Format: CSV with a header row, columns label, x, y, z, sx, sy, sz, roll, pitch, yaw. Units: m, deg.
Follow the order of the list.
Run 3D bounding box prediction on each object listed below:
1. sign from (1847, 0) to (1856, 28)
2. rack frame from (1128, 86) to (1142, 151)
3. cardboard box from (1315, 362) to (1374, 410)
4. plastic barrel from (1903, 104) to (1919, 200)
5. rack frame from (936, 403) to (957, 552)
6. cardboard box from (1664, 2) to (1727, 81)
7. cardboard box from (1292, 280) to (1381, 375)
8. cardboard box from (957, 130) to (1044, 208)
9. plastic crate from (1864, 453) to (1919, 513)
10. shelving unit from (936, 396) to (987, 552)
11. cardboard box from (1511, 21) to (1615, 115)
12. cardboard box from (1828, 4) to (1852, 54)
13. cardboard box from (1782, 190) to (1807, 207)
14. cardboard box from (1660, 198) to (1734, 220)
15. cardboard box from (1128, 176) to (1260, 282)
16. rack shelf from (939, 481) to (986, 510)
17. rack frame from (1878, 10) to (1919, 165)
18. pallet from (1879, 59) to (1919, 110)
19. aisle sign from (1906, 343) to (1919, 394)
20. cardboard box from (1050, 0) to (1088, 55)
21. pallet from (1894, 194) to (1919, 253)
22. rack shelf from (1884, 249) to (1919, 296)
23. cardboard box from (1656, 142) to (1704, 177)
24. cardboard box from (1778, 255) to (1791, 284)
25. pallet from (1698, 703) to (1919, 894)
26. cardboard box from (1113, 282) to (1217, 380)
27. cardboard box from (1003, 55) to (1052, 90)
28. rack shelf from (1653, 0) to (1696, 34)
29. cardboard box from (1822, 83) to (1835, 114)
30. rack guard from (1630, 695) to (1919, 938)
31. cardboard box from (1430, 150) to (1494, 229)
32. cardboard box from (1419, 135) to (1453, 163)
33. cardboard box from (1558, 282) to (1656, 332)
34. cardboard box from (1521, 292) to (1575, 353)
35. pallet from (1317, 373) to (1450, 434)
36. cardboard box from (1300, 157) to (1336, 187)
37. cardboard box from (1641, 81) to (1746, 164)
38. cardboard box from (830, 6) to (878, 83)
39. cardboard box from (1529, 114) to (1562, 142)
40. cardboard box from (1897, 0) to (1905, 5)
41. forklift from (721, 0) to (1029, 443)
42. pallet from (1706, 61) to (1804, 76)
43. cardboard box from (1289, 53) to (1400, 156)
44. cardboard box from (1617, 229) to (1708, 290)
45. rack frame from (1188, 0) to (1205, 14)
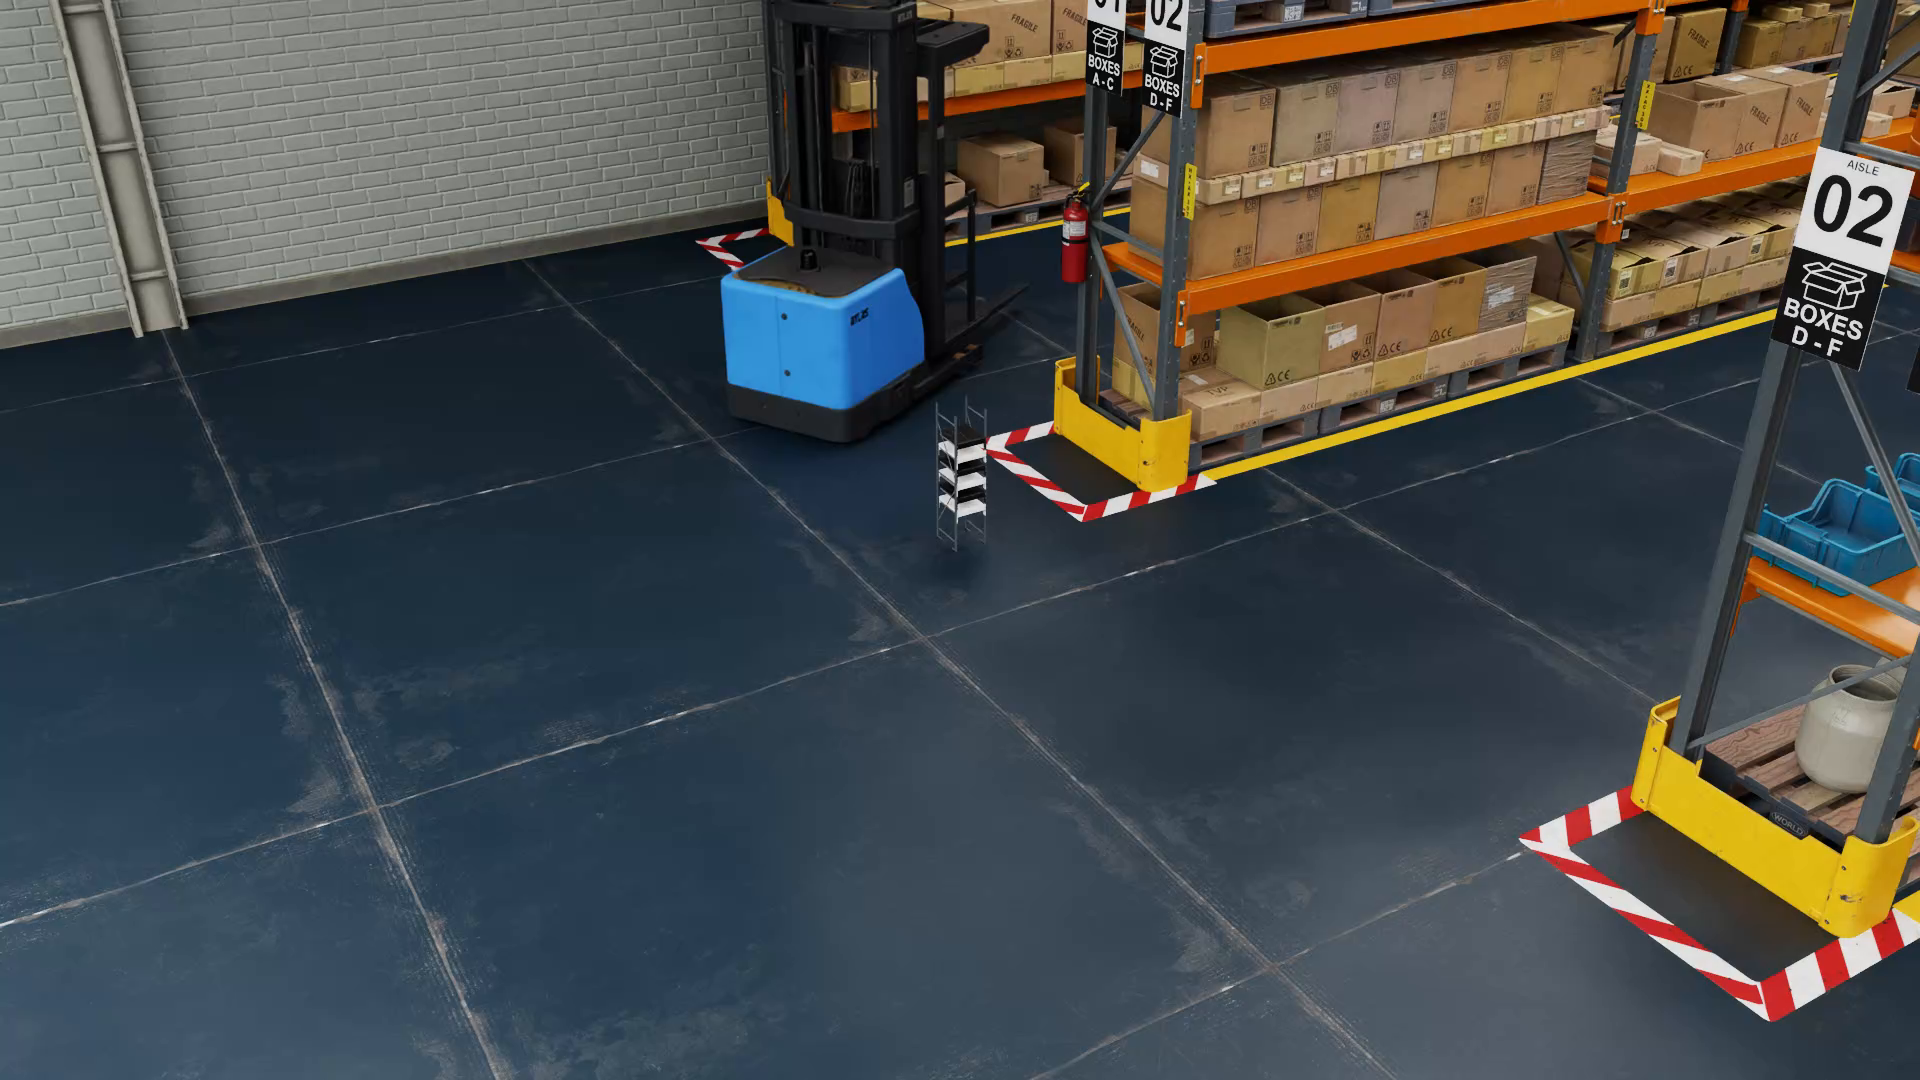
label,x,y,z,sx,sy,sz,roll,pitch,yaw
sign,7.710,-4.555,14.284,0.005,0.325,0.100,-16,33,-26
rack frame,2.032,-4.943,16.102,0.127,3.000,1.000,-16,33,-26
cardboard box,2.532,-1.166,11.669,0.500,0.250,0.500,-16,33,-26
plastic barrel,3.957,-1.694,6.231,0.708,0.830,0.600,-16,33,-26
rack frame,-0.081,-0.371,9.991,0.006,0.900,0.240,-16,33,-26
cardboard box,8.435,-5.931,19.682,0.750,0.750,0.750,-15,32,-26
cardboard box,2.526,-1.499,11.497,0.500,0.500,0.500,-16,33,-26
cardboard box,0.375,-3.492,15.605,0.500,0.500,0.700,-18,34,-29
plastic crate,4.445,-0.175,7.617,0.408,0.251,0.499,-16,33,-26
shelving unit,0.007,-0.396,10.036,0.210,0.900,0.258,-16,33,-26
cardboard box,4.165,-3.381,11.826,0.500,0.500,0.700,-16,33,-26
cardboard box,10.960,-6.511,21.096,0.500,0.500,0.700,-17,33,-28
cardboard box,7.222,-2.724,13.913,0.500,0.311,0.500,-16,33,-27
cardboard box,6.061,-2.697,13.863,0.500,0.311,0.500,-16,33,-27
cardboard box,1.505,-2.054,10.764,0.500,0.500,0.700,-16,33,-26
rack shelf,0.007,-0.288,10.096,0.200,0.077,0.258,-16,33,-26
rack frame,7.993,-3.859,14.139,0.127,3.000,1.000,-16,33,-26
pallet,8.542,-3.971,14.539,1.003,0.211,1.213,-16,33,-26
aisle sign,3.689,-0.835,5.969,0.004,0.787,0.394,-16,33,-26
cardboard box,0.914,-4.727,15.068,0.500,0.500,0.500,-17,33,-28
pallet,4.365,-1.229,6.464,1.213,0.211,1.003,-16,33,-26
rack shelf,5.327,-1.325,7.186,4.000,0.370,1.077,-16,33,-26
cardboard box,5.412,-2.902,12.664,0.250,0.149,0.380,-16,33,-26
cardboard box,6.786,-2.360,13.832,0.500,0.250,0.500,-15,32,-25
pallet,4.347,1.149,7.949,1.213,0.211,1.003,-16,33,-26
cardboard box,1.408,-1.465,11.435,0.500,0.500,0.500,-16,33,-26
cardboard box,0.484,-4.272,15.021,0.500,0.250,0.500,-16,32,-26
rack shelf,6.269,-4.368,12.701,4.000,0.370,1.077,-16,33,-26
cardboard box,7.124,-3.682,13.910,0.500,0.311,0.500,-16,33,-27
rack guard,3.644,1.219,7.523,0.348,0.500,1.175,-16,33,-26
cardboard box,3.279,-2.560,11.681,0.500,0.500,0.700,-15,32,-26
cardboard box,3.096,-2.676,11.219,0.250,0.149,0.380,-15,32,-25
cardboard box,5.018,-1.856,12.919,0.500,0.250,0.500,-17,33,-27
cardboard box,4.256,-1.656,12.557,0.500,0.250,0.500,-16,33,-26
pallet,2.785,-1.182,12.173,1.213,0.211,1.003,-16,33,-26
cardboard box,2.204,-2.422,10.760,0.250,0.149,0.380,-16,33,-27
cardboard box,5.669,-3.234,12.903,0.500,0.500,0.500,-13,32,-23
cardboard box,-0.853,-4.227,14.163,0.500,0.500,0.500,-16,33,-26
cardboard box,3.980,-2.927,11.675,0.250,0.149,0.380,-17,33,-28
cardboard box,11.807,-6.934,21.190,0.250,0.149,0.380,-16,33,-27
forklift,-0.475,-2.623,11.970,1.130,2.935,3.031,15,32,26
pallet,9.625,-5.834,20.603,1.213,0.211,1.003,-16,33,-26
cardboard box,2.436,-2.890,10.935,0.500,0.500,0.700,-16,33,-26
cardboard box,5.461,-2.224,13.005,0.500,0.311,0.500,-16,33,-27
rack frame,1.096,-4.528,9.141,0.127,3.000,1.000,-16,33,-26
